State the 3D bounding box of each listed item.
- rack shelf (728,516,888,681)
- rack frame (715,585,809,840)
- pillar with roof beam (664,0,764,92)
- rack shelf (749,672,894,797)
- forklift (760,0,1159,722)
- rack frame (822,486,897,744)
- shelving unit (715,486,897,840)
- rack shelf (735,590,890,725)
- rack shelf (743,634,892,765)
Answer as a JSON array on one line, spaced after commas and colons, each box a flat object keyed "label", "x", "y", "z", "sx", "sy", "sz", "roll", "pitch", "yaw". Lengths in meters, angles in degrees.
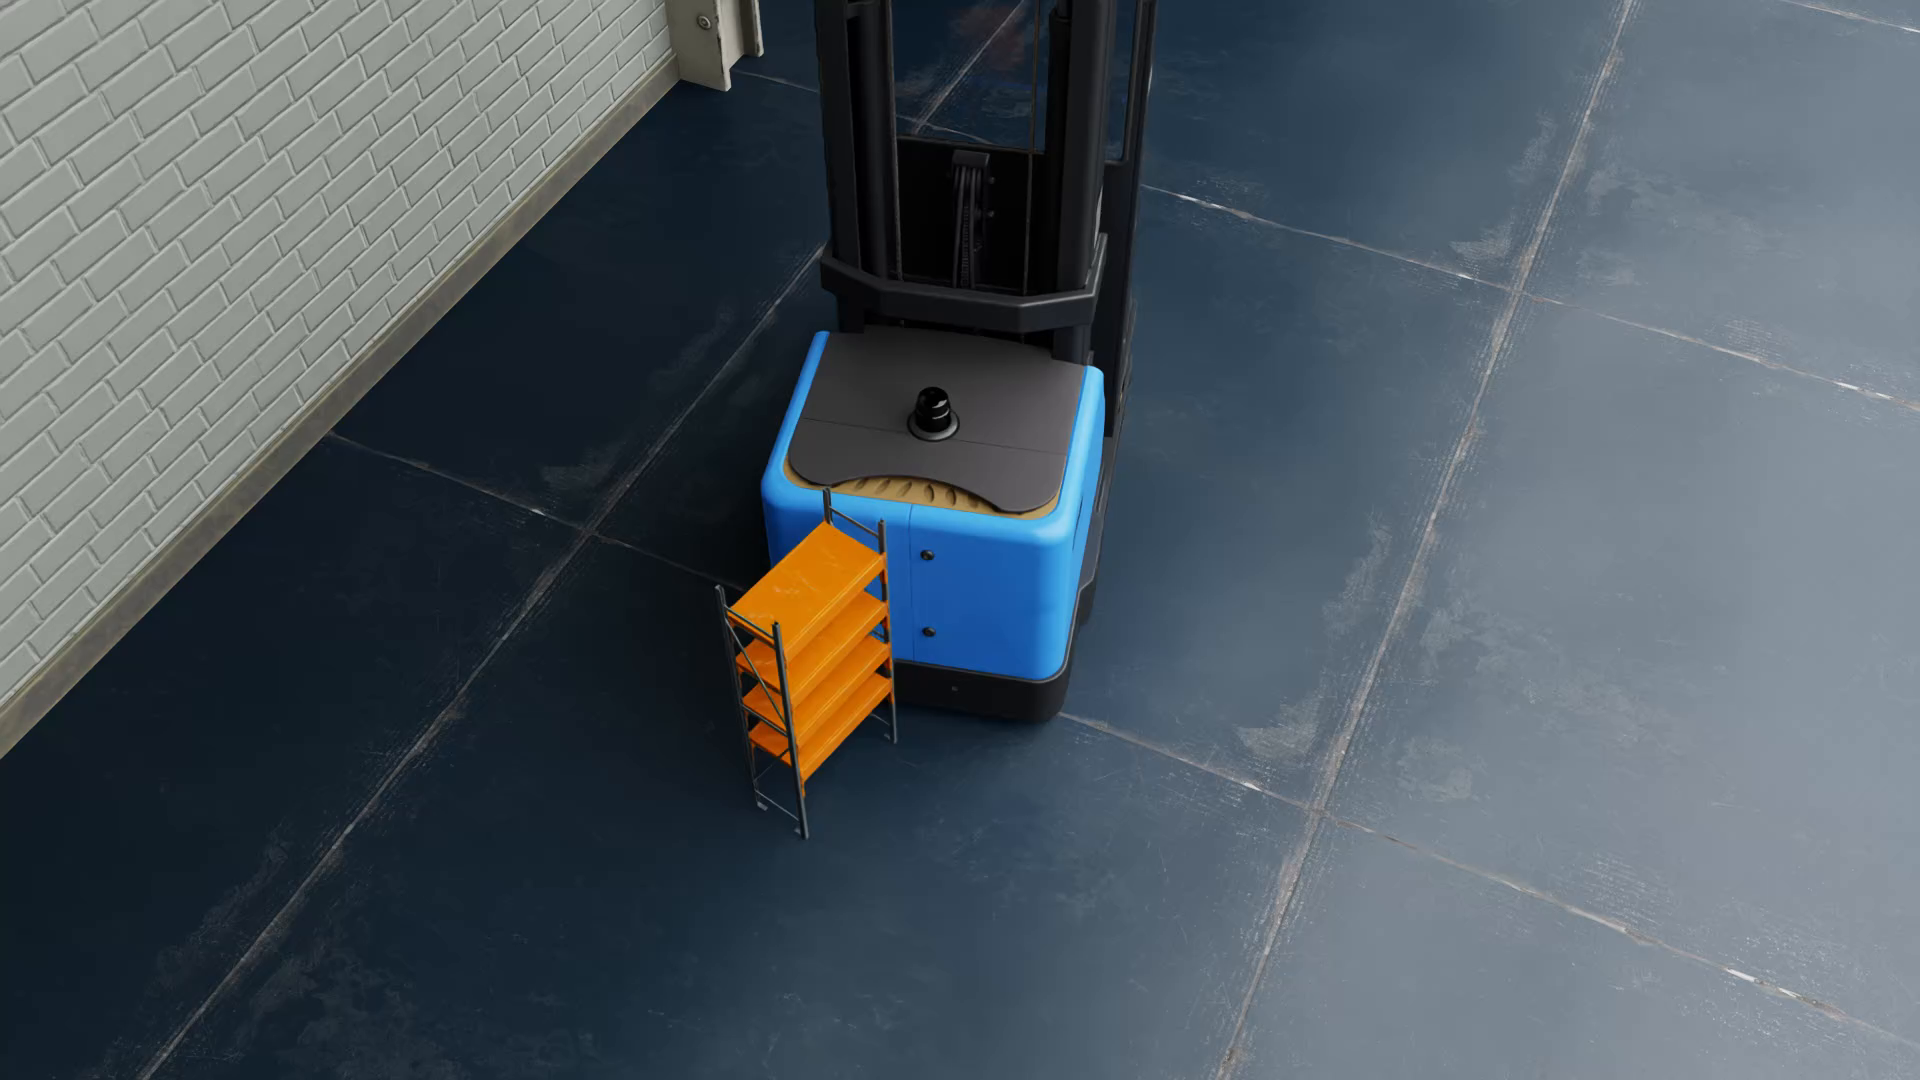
[{"label": "rack shelf", "x": -0.471, "y": 0.175, "z": 5.112, "sx": 0.258, "sy": 0.148, "sz": 0.480, "roll": 30, "pitch": 56, "yaw": 23}, {"label": "rack frame", "x": -0.618, "y": 0.579, "z": 5.285, "sx": 0.240, "sy": 1.200, "sz": 0.015, "roll": 30, "pitch": 56, "yaw": 23}, {"label": "pillar with roof beam", "x": 2.639, "y": -3.998, "z": 4.059, "sx": 9.100, "sy": 9.000, "sz": 0.400, "roll": 20, "pitch": 52, "yaw": 16}, {"label": "rack shelf", "x": -0.471, "y": 0.602, "z": 5.614, "sx": 0.258, "sy": 0.148, "sz": 0.480, "roll": 30, "pitch": 56, "yaw": 23}, {"label": "forklift", "x": 0.123, "y": -1.449, "z": 5.873, "sx": 1.130, "sy": 2.935, "sz": 3.031, "roll": 8, "pitch": 50, "yaw": 7}, {"label": "rack frame", "x": -0.325, "y": 0.282, "z": 5.538, "sx": 0.240, "sy": 1.200, "sz": 0.015, "roll": 30, "pitch": 56, "yaw": 23}, {"label": "shelving unit", "x": -0.471, "y": 0.430, "z": 5.411, "sx": 0.258, "sy": 1.200, "sz": 0.503, "roll": 30, "pitch": 56, "yaw": 23}, {"label": "rack shelf", "x": -0.471, "y": 0.329, "z": 5.292, "sx": 0.258, "sy": 0.148, "sz": 0.480, "roll": 30, "pitch": 56, "yaw": 23}, {"label": "rack shelf", "x": -0.471, "y": 0.474, "z": 5.463, "sx": 0.258, "sy": 0.148, "sz": 0.480, "roll": 30, "pitch": 56, "yaw": 23}]
